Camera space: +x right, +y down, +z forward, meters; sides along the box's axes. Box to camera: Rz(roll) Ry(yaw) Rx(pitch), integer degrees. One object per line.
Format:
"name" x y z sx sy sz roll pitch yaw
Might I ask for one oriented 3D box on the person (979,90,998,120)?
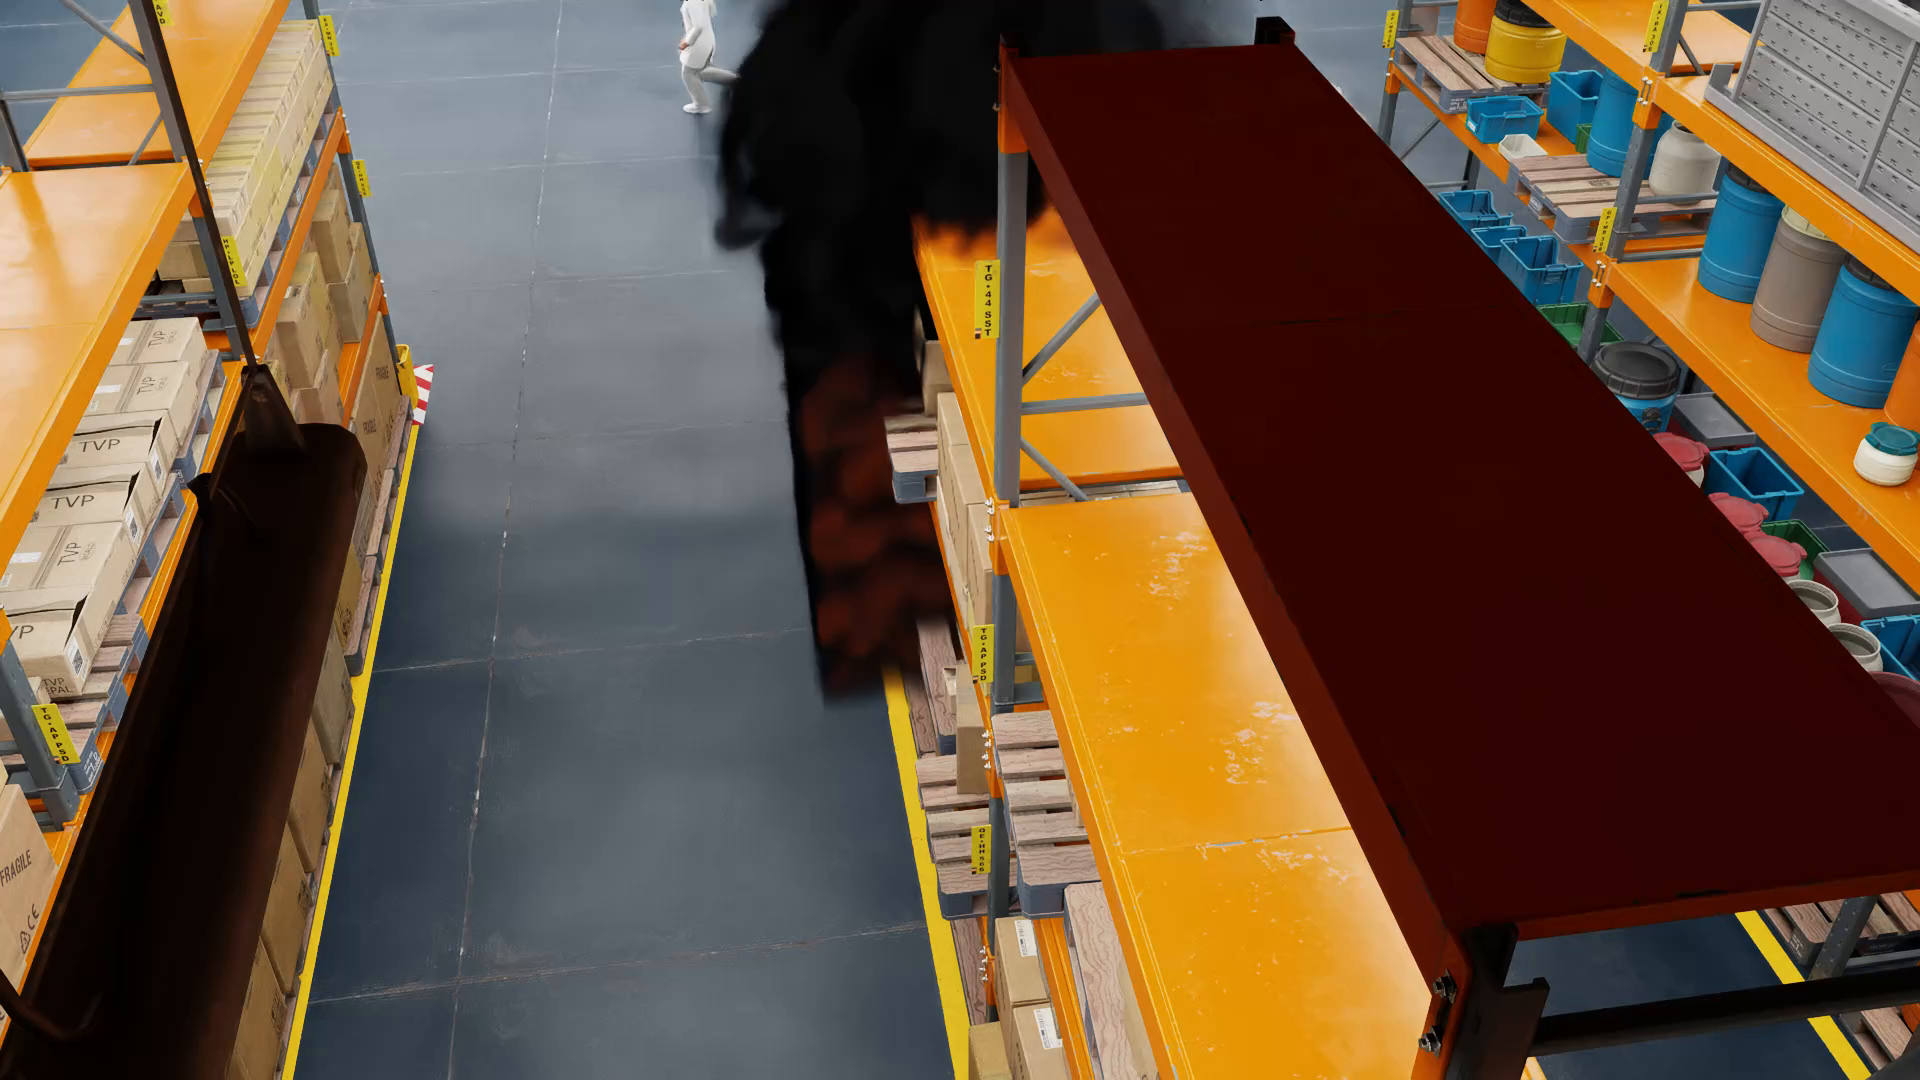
"person" 0.226 -4.545 18.255 0.773 1.657 0.633 14 38 18

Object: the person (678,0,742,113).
"person" -3.077 -6.027 20.207 0.754 1.733 0.697 6 37 8
